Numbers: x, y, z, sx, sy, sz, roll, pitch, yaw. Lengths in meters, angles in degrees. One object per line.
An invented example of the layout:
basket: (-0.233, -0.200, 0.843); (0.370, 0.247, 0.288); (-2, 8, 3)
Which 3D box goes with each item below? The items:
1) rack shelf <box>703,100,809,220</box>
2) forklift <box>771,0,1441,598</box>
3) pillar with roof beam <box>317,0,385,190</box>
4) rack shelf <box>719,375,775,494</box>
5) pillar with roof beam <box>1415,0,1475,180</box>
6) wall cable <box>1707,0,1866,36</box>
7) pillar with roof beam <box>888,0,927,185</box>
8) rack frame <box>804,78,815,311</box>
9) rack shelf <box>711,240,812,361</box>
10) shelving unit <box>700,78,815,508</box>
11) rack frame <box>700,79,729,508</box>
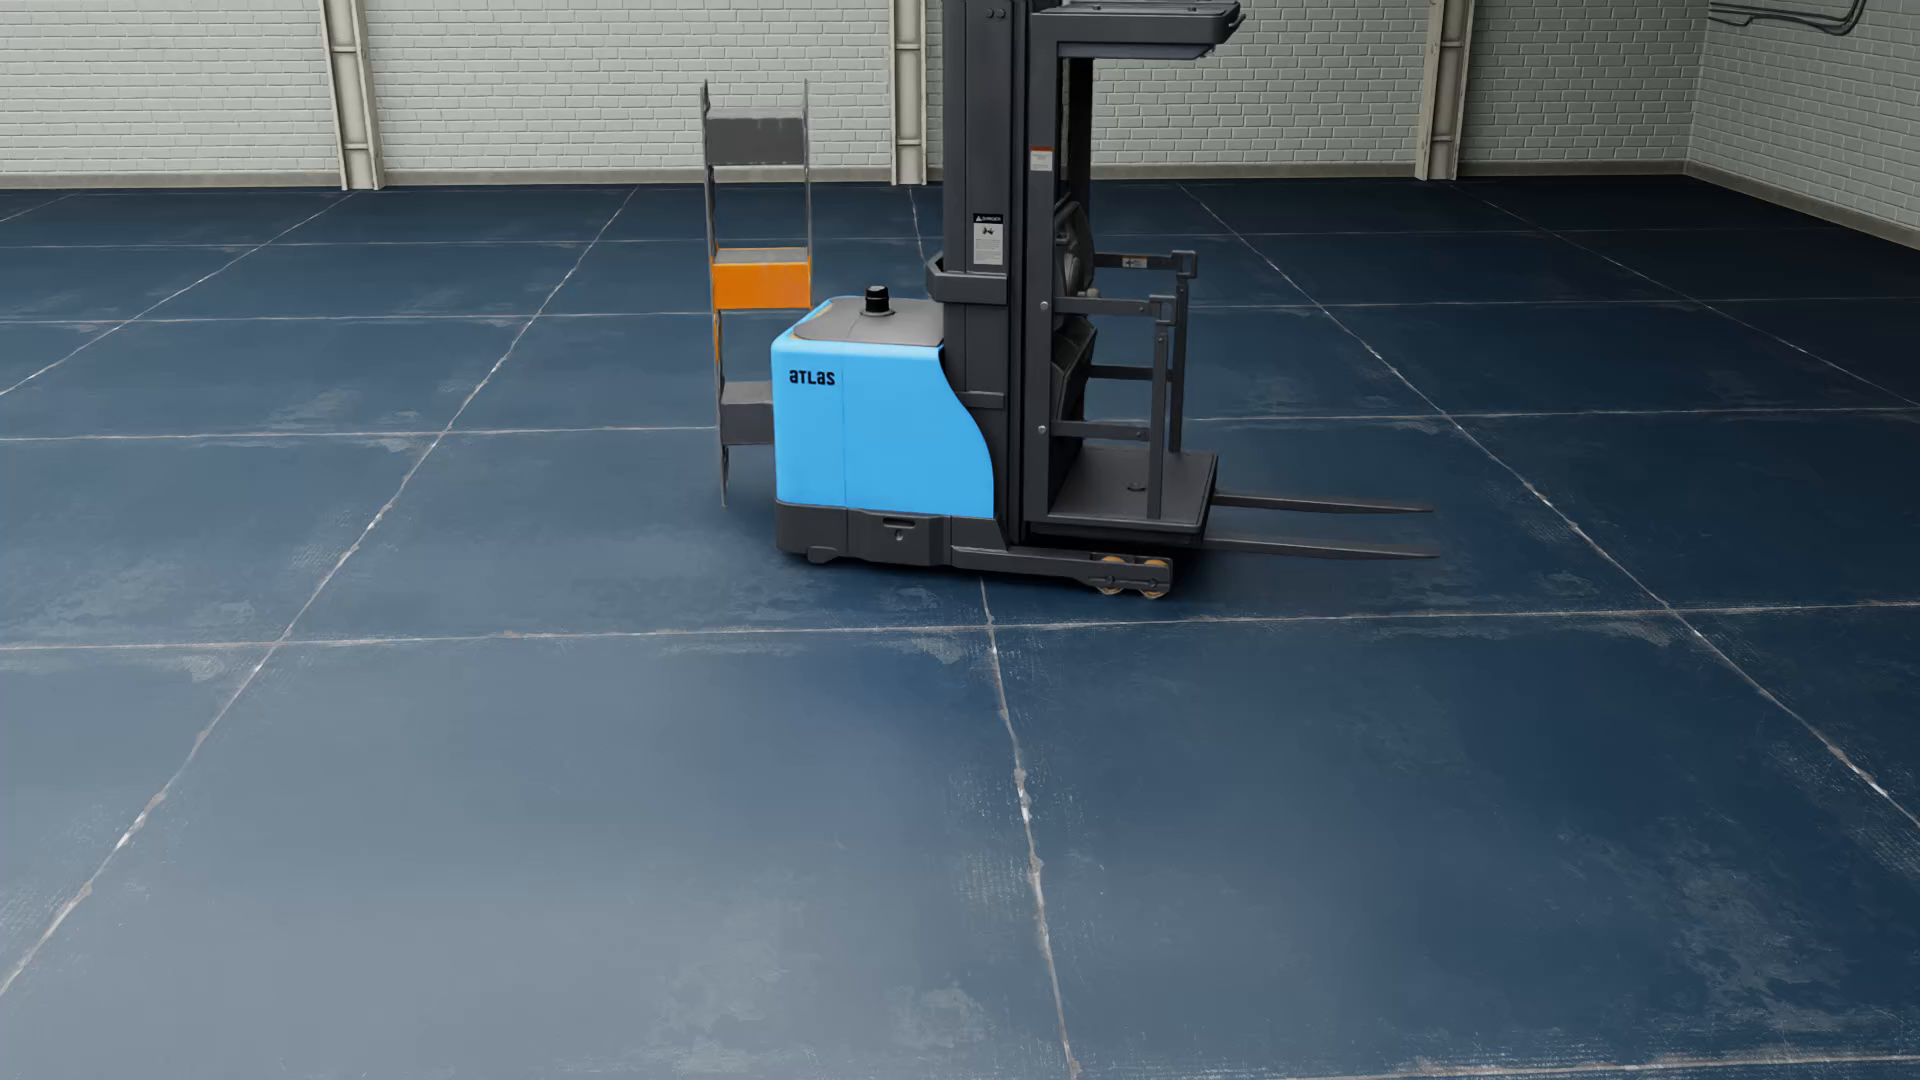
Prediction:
rack shelf: (-0.989, -1.865, 8.140); (0.480, 0.518, 0.431); (-2, 21, -4)
forklift: (0.702, -1.319, 7.466); (3.031, 2.935, 1.130); (4, 21, 11)
pillar with roof beam: (-6.318, -6.559, 12.702); (0.400, 9.000, 9.100); (-1, 21, -3)
rack shelf: (-0.989, -0.557, 8.638); (0.480, 0.518, 0.431); (-2, 21, -4)
pillar with roof beam: (5.662, -6.803, 13.343); (0.400, 9.000, 9.100); (-1, 21, -3)
wall cable: (8.433, -6.471, 16.835); (0.112, 2.526, 3.097); (-1, 21, -3)
pillar with roof beam: (-0.328, -6.681, 13.023); (0.400, 9.000, 9.100); (-1, 21, -3)
rack frame: (-0.745, -1.231, 8.403); (0.015, 2.100, 0.400); (-2, 21, -4)
rack shelf: (-0.989, -1.211, 8.389); (0.480, 0.518, 0.431); (-2, 21, -4)
shelving unit: (-0.989, -1.224, 8.384); (0.503, 2.100, 0.431); (-2, 21, -4)
rack frame: (-1.232, -1.216, 8.365); (0.015, 2.100, 0.400); (-2, 21, -4)
